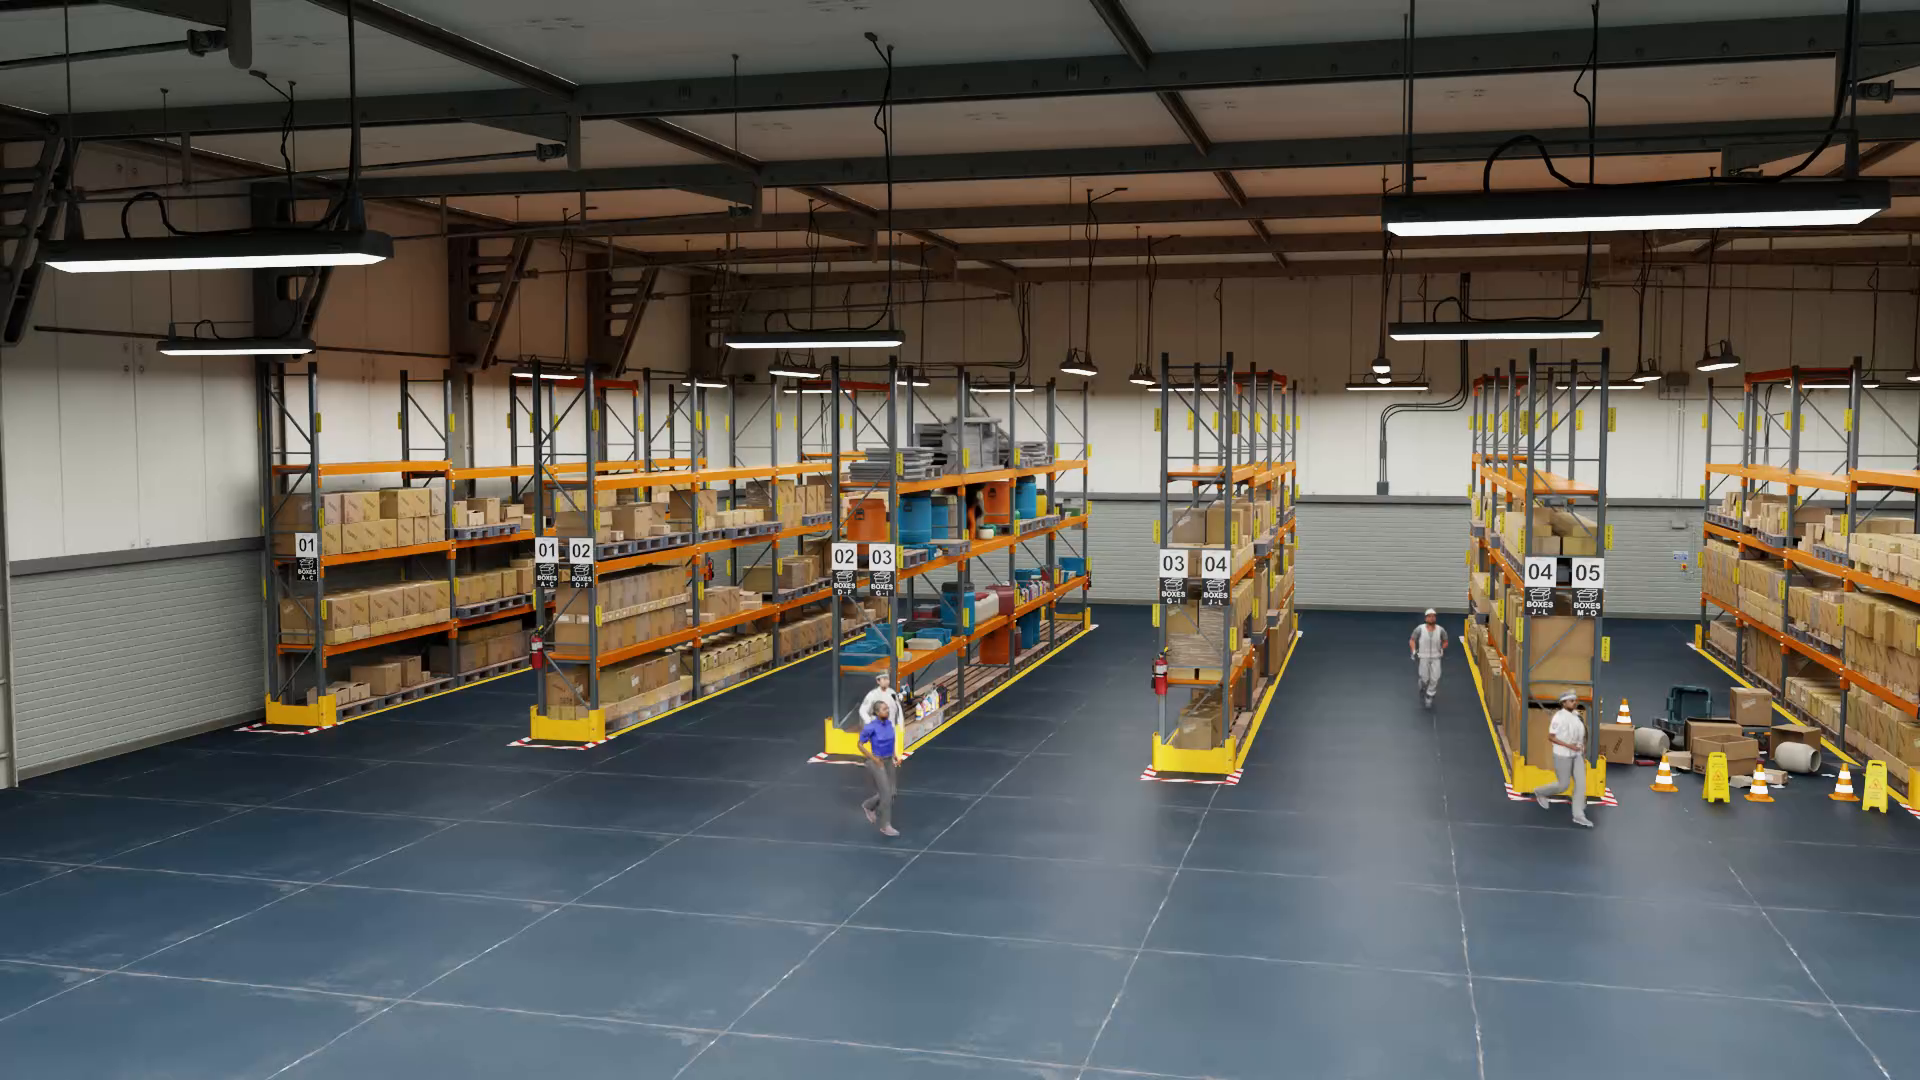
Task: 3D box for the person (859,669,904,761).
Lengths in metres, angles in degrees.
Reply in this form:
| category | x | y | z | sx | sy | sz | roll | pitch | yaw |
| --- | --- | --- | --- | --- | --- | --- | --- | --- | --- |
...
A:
| category | x | y | z | sx | sy | sz | roll | pitch | yaw |
| --- | --- | --- | --- | --- | --- | --- | --- | --- | --- |
| person | -1.087 | 2.575 | 22.754 | 0.651 | 1.664 | 0.686 | -3 | 5 | -37 |

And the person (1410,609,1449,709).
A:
| category | x | y | z | sx | sy | sz | roll | pitch | yaw |
| --- | --- | --- | --- | --- | --- | --- | --- | --- | --- |
| person | 8.256 | 2.081 | 29.221 | 0.658 | 1.738 | 0.600 | 1 | 4 | 8 |

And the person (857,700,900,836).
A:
| category | x | y | z | sx | sy | sz | roll | pitch | yaw |
| --- | --- | --- | --- | --- | --- | --- | --- | --- | --- |
| person | -1.001 | 2.769 | 20.316 | 0.640 | 1.638 | 0.587 | 3 | 5 | 40 |

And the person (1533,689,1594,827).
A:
| category | x | y | z | sx | sy | sz | roll | pitch | yaw |
| --- | --- | --- | --- | --- | --- | --- | --- | --- | --- |
| person | 7.612 | 2.697 | 20.876 | 0.582 | 1.685 | 0.853 | -2 | 5 | -30 |
